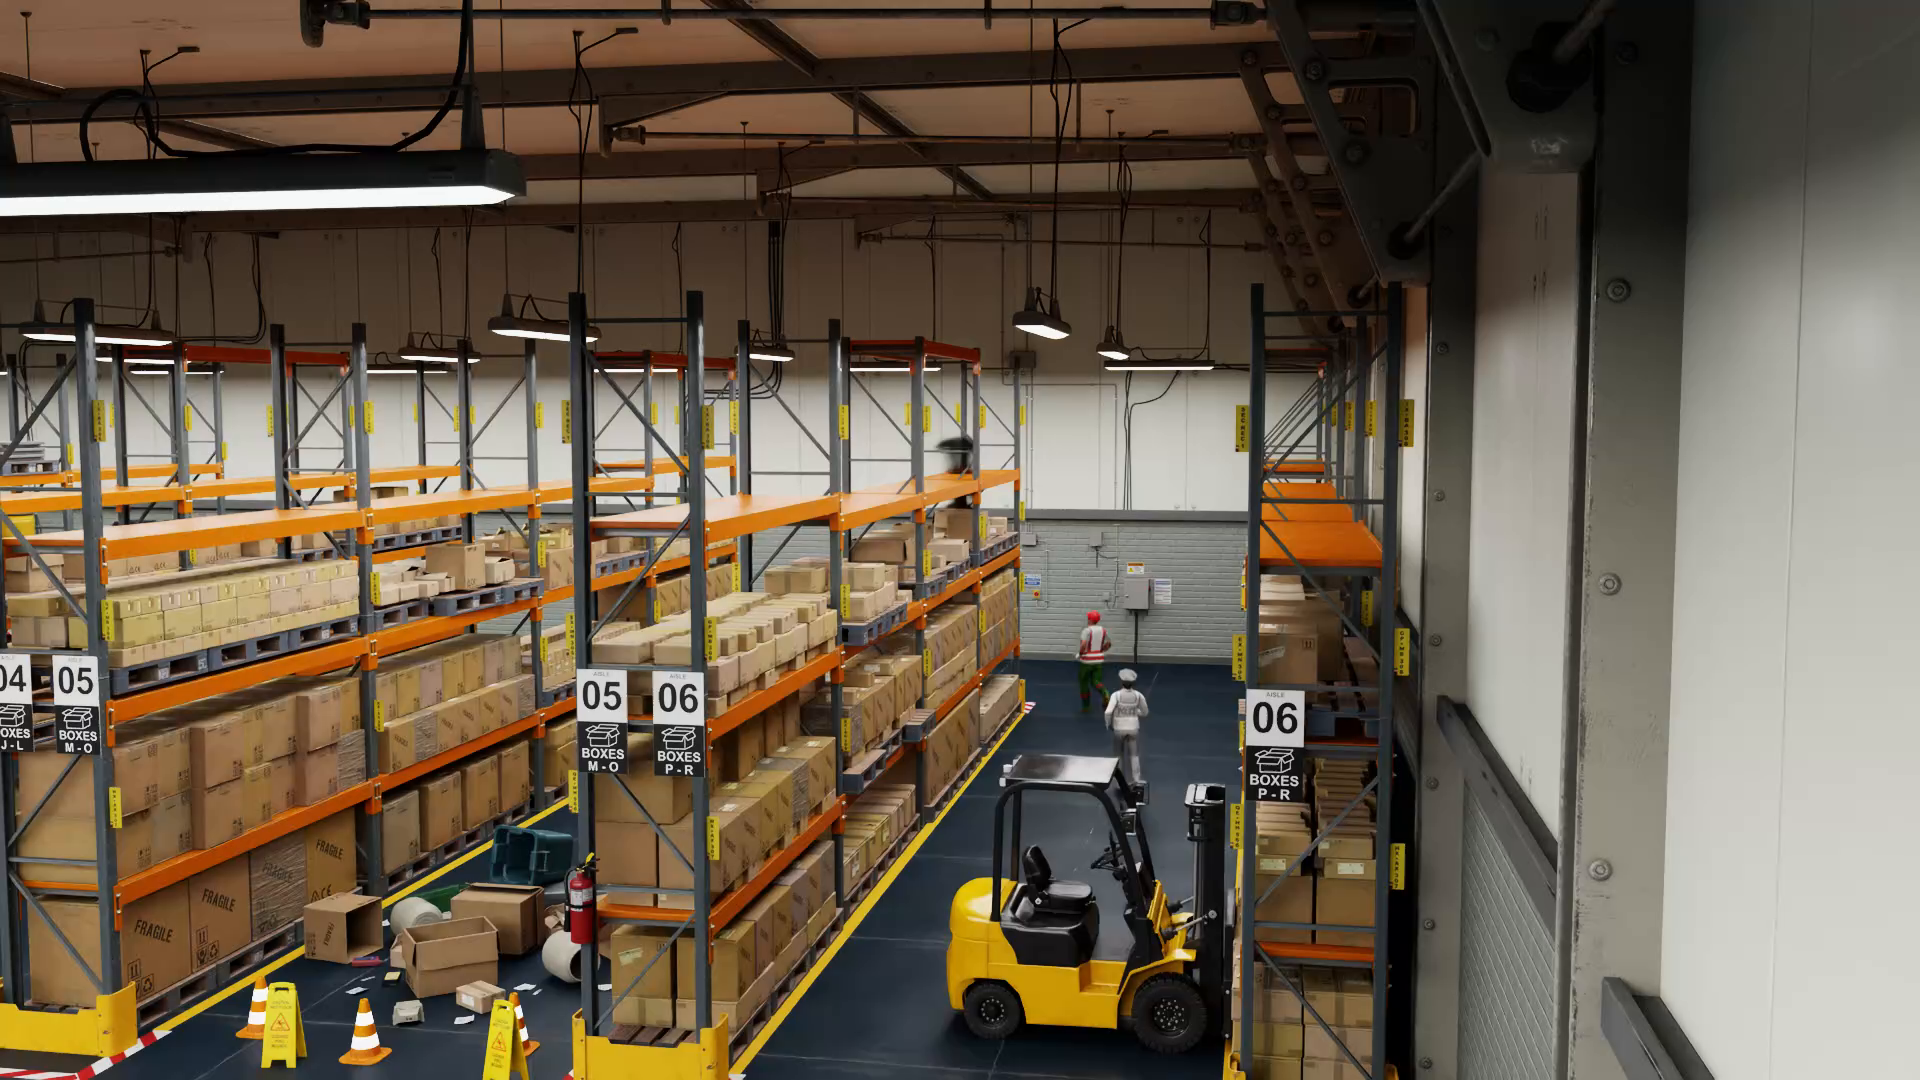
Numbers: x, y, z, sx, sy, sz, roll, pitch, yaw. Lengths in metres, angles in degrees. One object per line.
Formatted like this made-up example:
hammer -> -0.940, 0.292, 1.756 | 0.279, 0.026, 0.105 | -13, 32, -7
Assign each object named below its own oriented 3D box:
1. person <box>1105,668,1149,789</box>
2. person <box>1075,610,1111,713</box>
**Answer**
person -> 2.210, 2.541, 22.131 | 0.620, 1.666, 0.870 | 0, 5, -3
person -> 2.236, 2.061, 27.785 | 0.659, 1.784, 0.860 | -2, 5, -25
